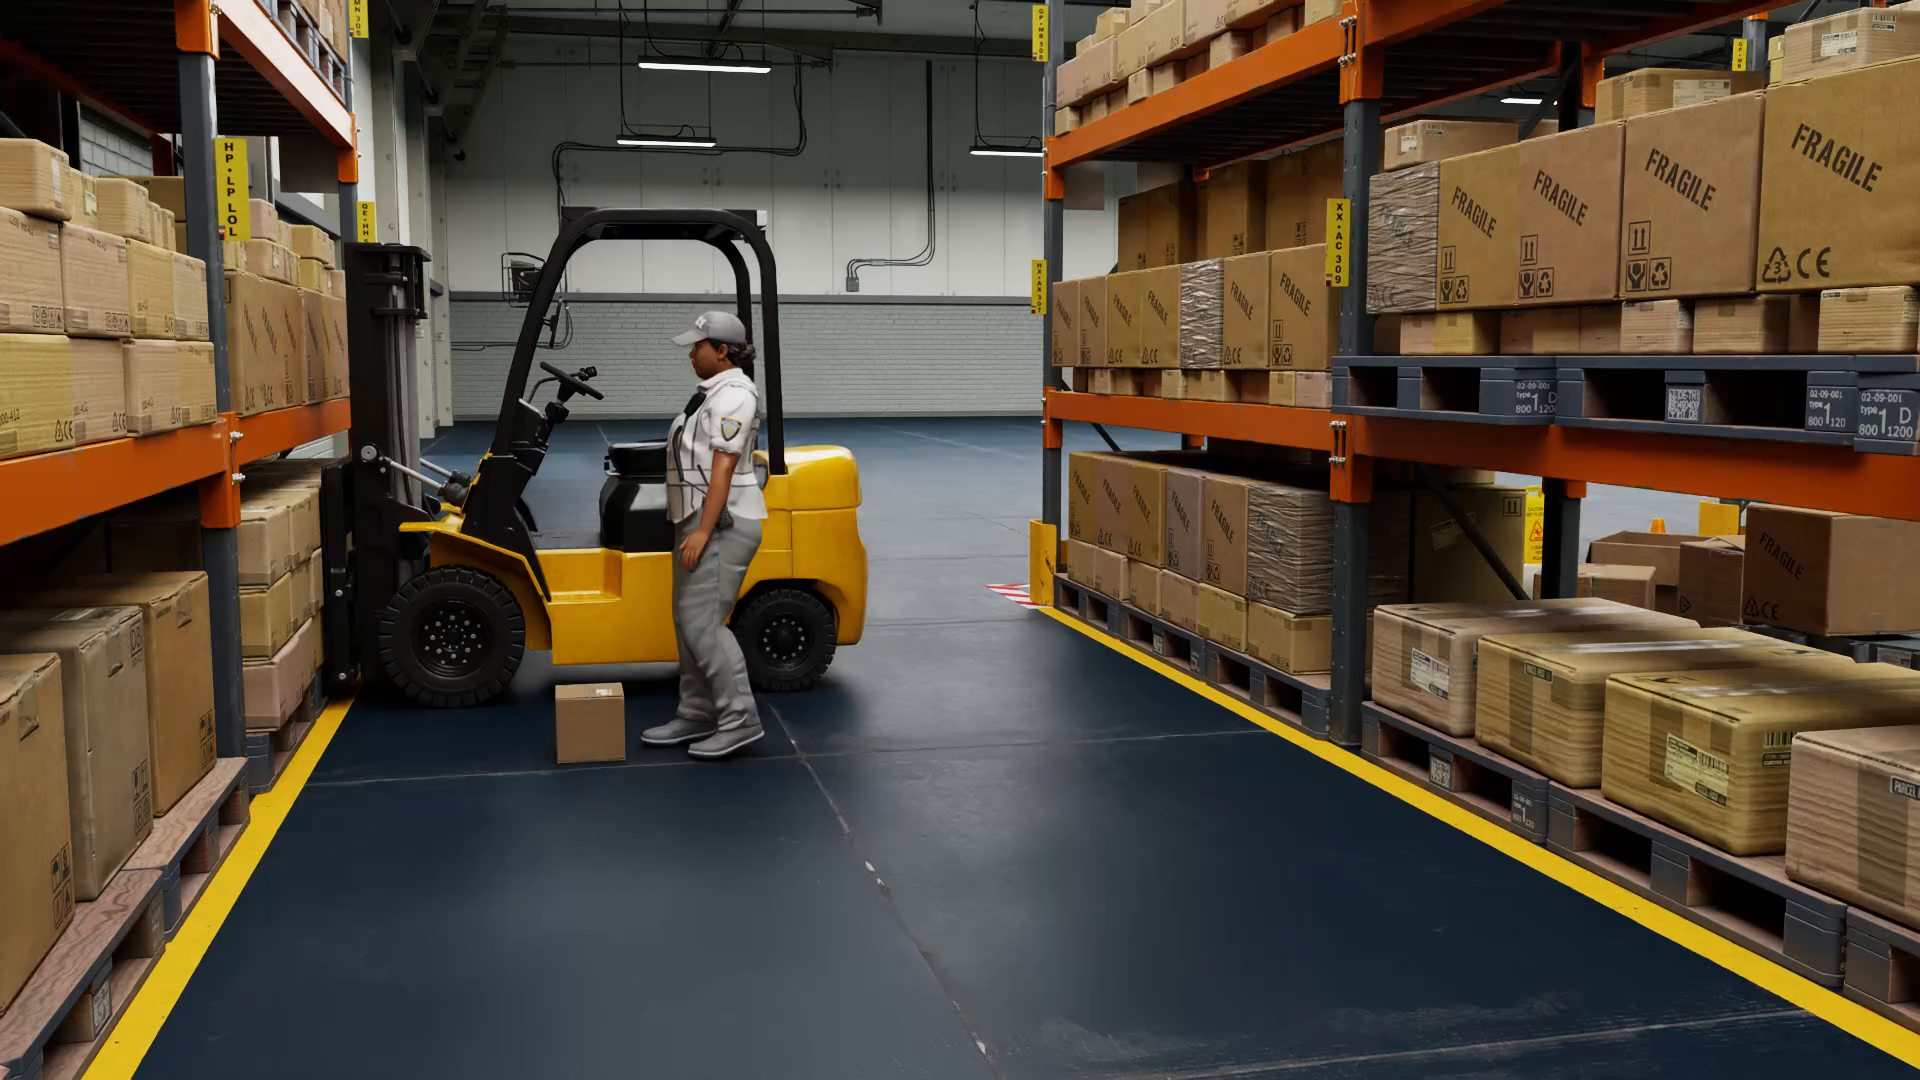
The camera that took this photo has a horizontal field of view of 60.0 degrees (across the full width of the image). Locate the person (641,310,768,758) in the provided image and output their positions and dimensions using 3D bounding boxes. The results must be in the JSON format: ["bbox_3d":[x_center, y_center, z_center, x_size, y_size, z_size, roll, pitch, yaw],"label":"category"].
[{"bbox_3d":[-0.978,-0.032,6.328,0.468,1.671,0.523,-2,7,-18],"label":"person"}]
